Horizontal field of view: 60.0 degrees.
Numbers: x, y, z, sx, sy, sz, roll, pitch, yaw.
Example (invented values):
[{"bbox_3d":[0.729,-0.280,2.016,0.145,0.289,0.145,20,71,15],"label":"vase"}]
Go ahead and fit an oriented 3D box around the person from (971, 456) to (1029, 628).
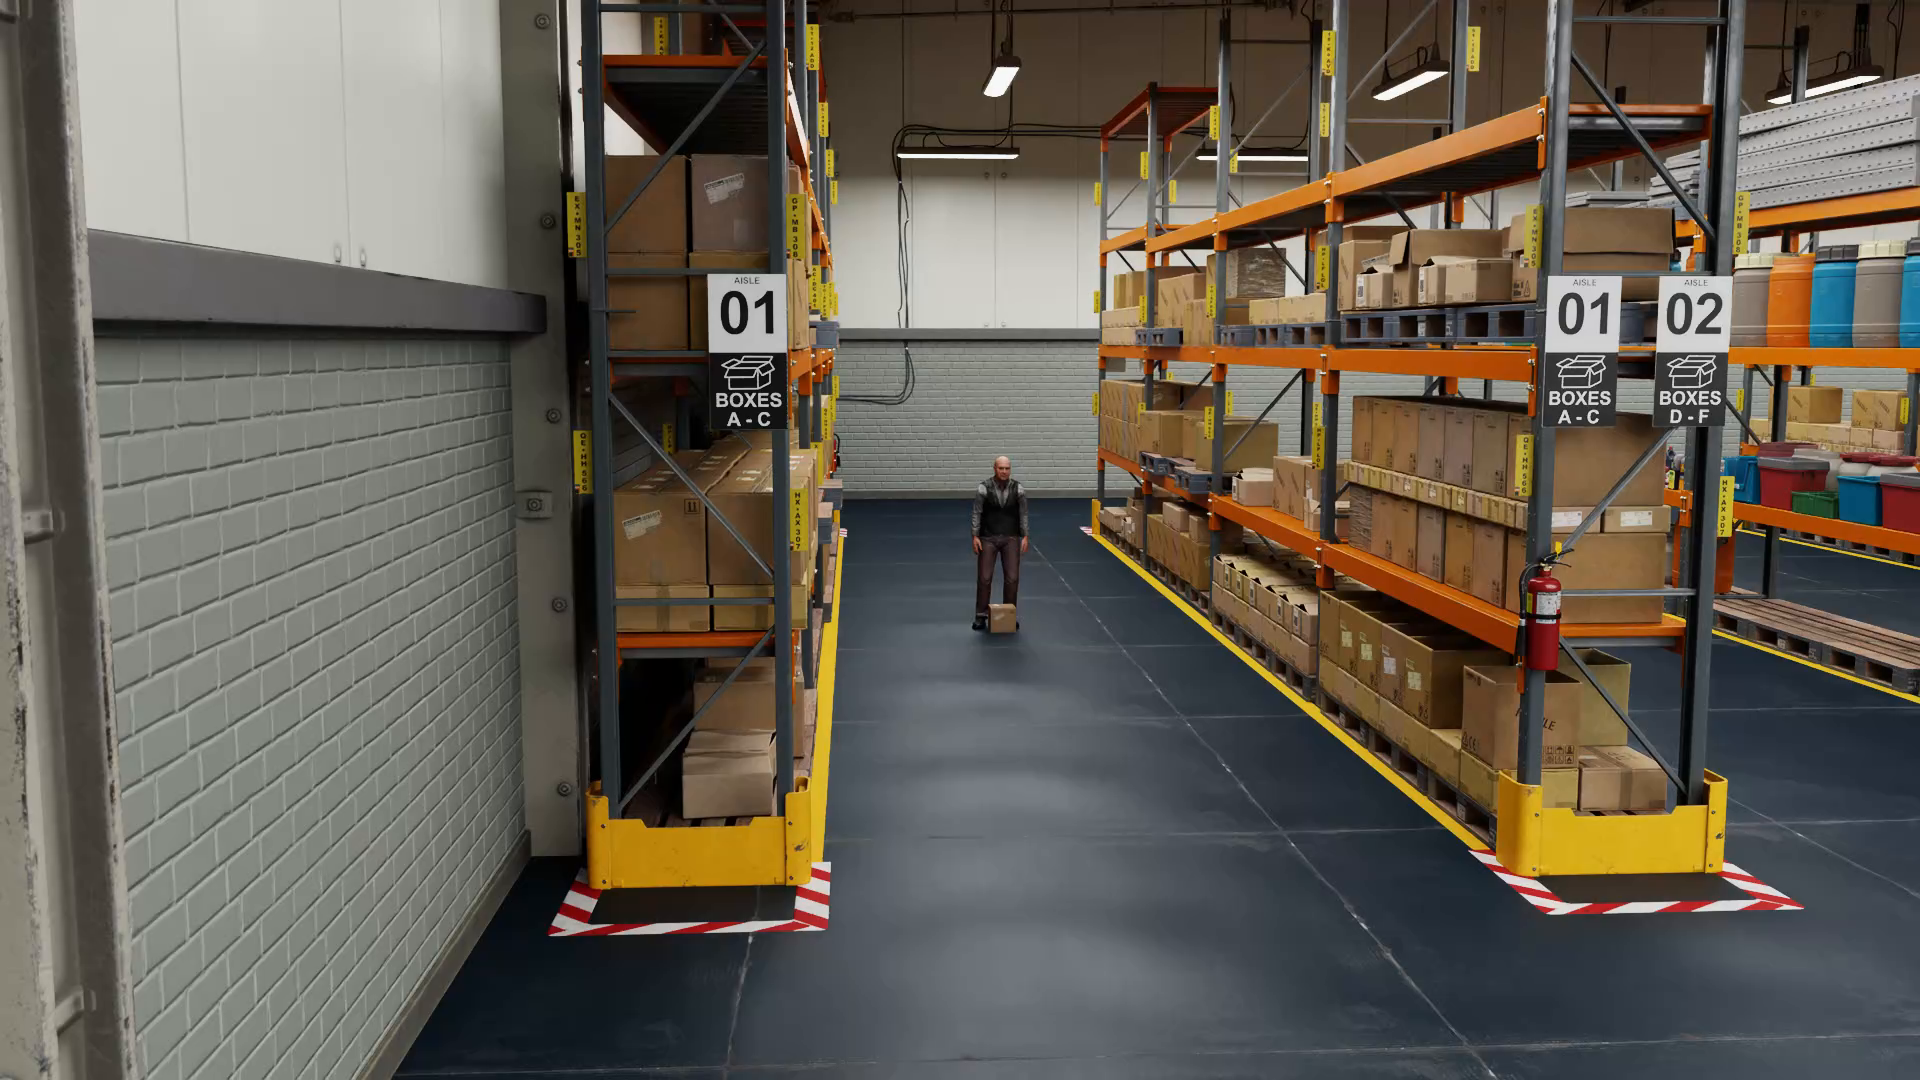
[{"bbox_3d":[0.399,0.014,16.716,0.592,1.722,0.415,-1,7,-6],"label":"person"}]
